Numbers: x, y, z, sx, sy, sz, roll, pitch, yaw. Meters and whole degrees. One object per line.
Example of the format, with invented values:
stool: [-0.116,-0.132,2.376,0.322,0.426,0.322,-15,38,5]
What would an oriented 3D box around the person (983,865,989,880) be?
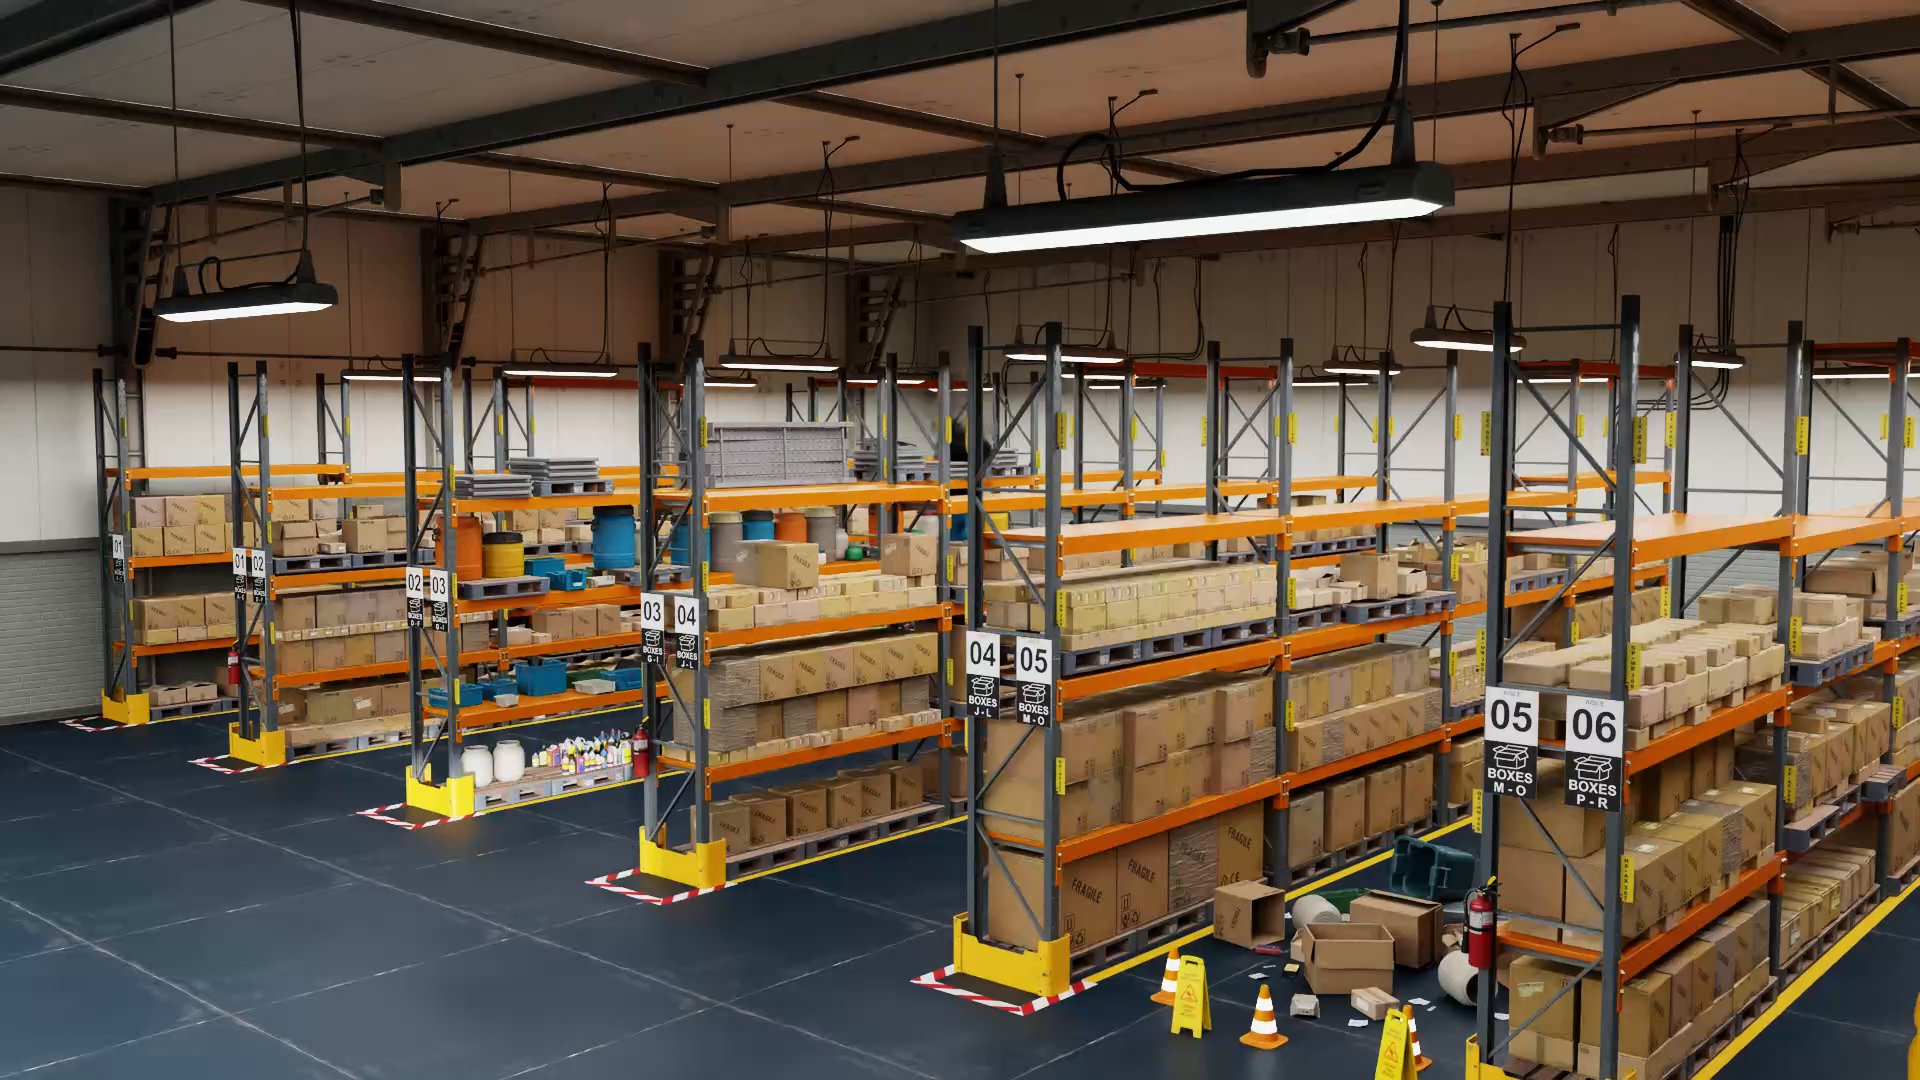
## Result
person: [0.514,2.898,18.835,0.677,1.839,0.853,3,5,36]
